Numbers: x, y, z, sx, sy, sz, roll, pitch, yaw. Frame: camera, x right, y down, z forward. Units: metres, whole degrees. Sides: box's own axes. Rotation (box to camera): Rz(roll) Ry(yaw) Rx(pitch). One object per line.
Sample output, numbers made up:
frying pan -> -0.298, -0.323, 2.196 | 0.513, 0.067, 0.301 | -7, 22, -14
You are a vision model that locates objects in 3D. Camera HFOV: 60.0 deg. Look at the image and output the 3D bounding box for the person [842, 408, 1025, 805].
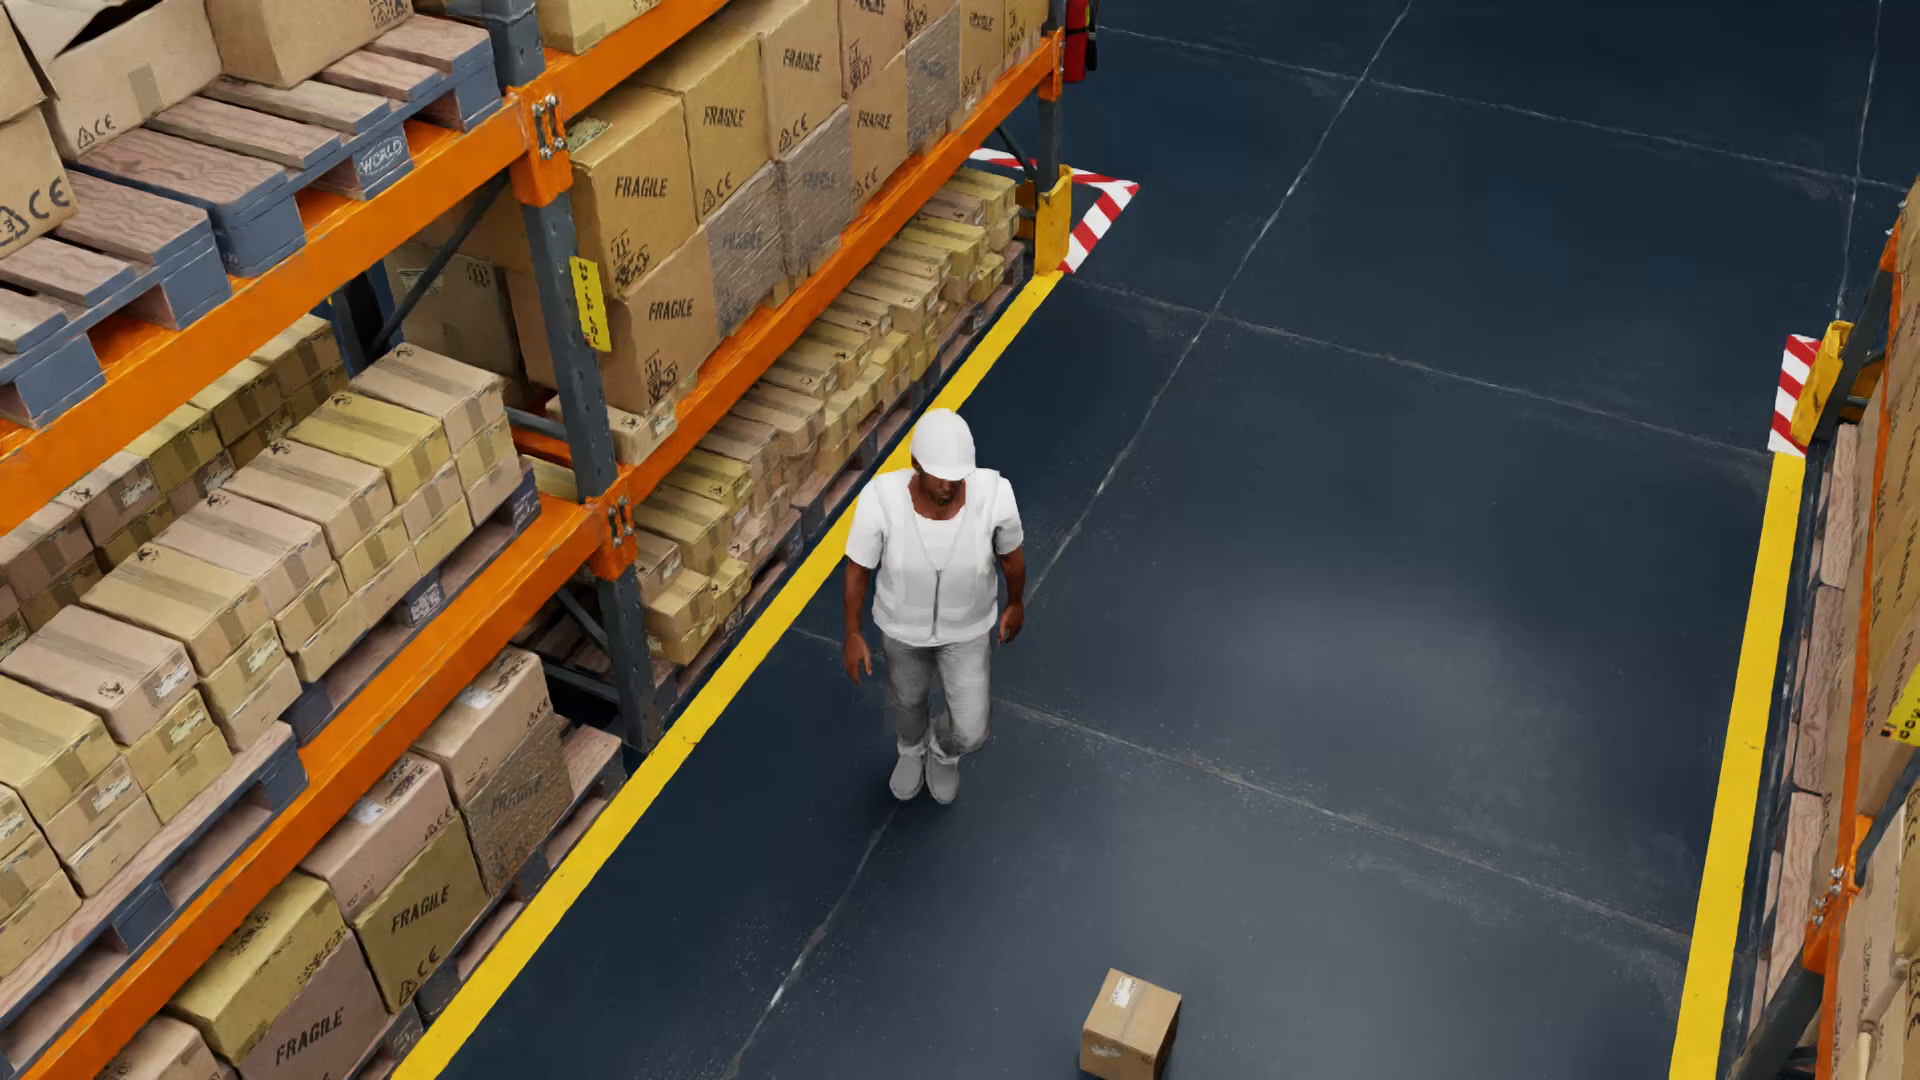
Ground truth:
person -> -0.089, 0.300, 5.763 | 0.633, 1.750, 0.514 | 0, 42, 0
